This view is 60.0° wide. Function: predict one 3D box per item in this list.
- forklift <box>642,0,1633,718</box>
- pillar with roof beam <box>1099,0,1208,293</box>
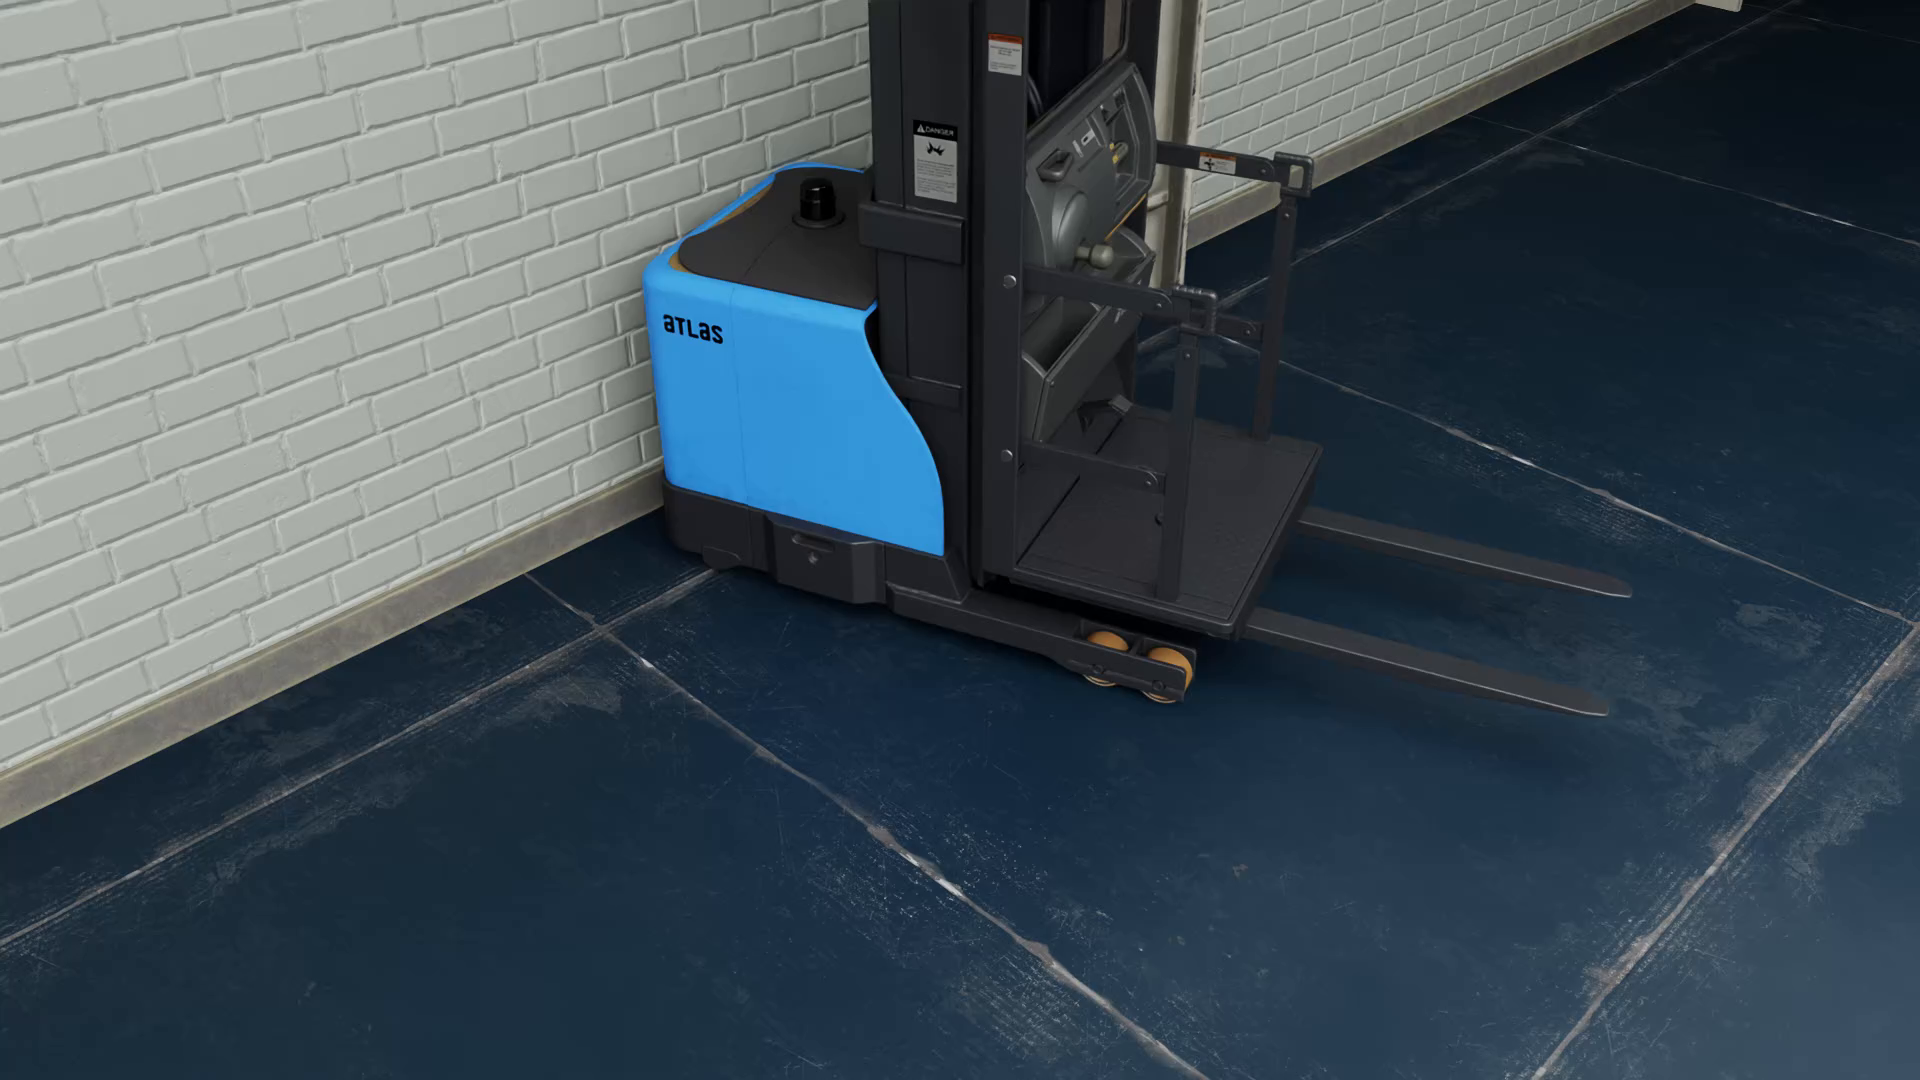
[{"bbox_3d":[0.568,-1.056,4.701,3.031,2.935,1.130,14,37,20],"label":"forklift"},{"bbox_3d":[3.789,-3.016,2.208,9.100,9.000,0.400,30,45,35],"label":"pillar with roof beam"}]
